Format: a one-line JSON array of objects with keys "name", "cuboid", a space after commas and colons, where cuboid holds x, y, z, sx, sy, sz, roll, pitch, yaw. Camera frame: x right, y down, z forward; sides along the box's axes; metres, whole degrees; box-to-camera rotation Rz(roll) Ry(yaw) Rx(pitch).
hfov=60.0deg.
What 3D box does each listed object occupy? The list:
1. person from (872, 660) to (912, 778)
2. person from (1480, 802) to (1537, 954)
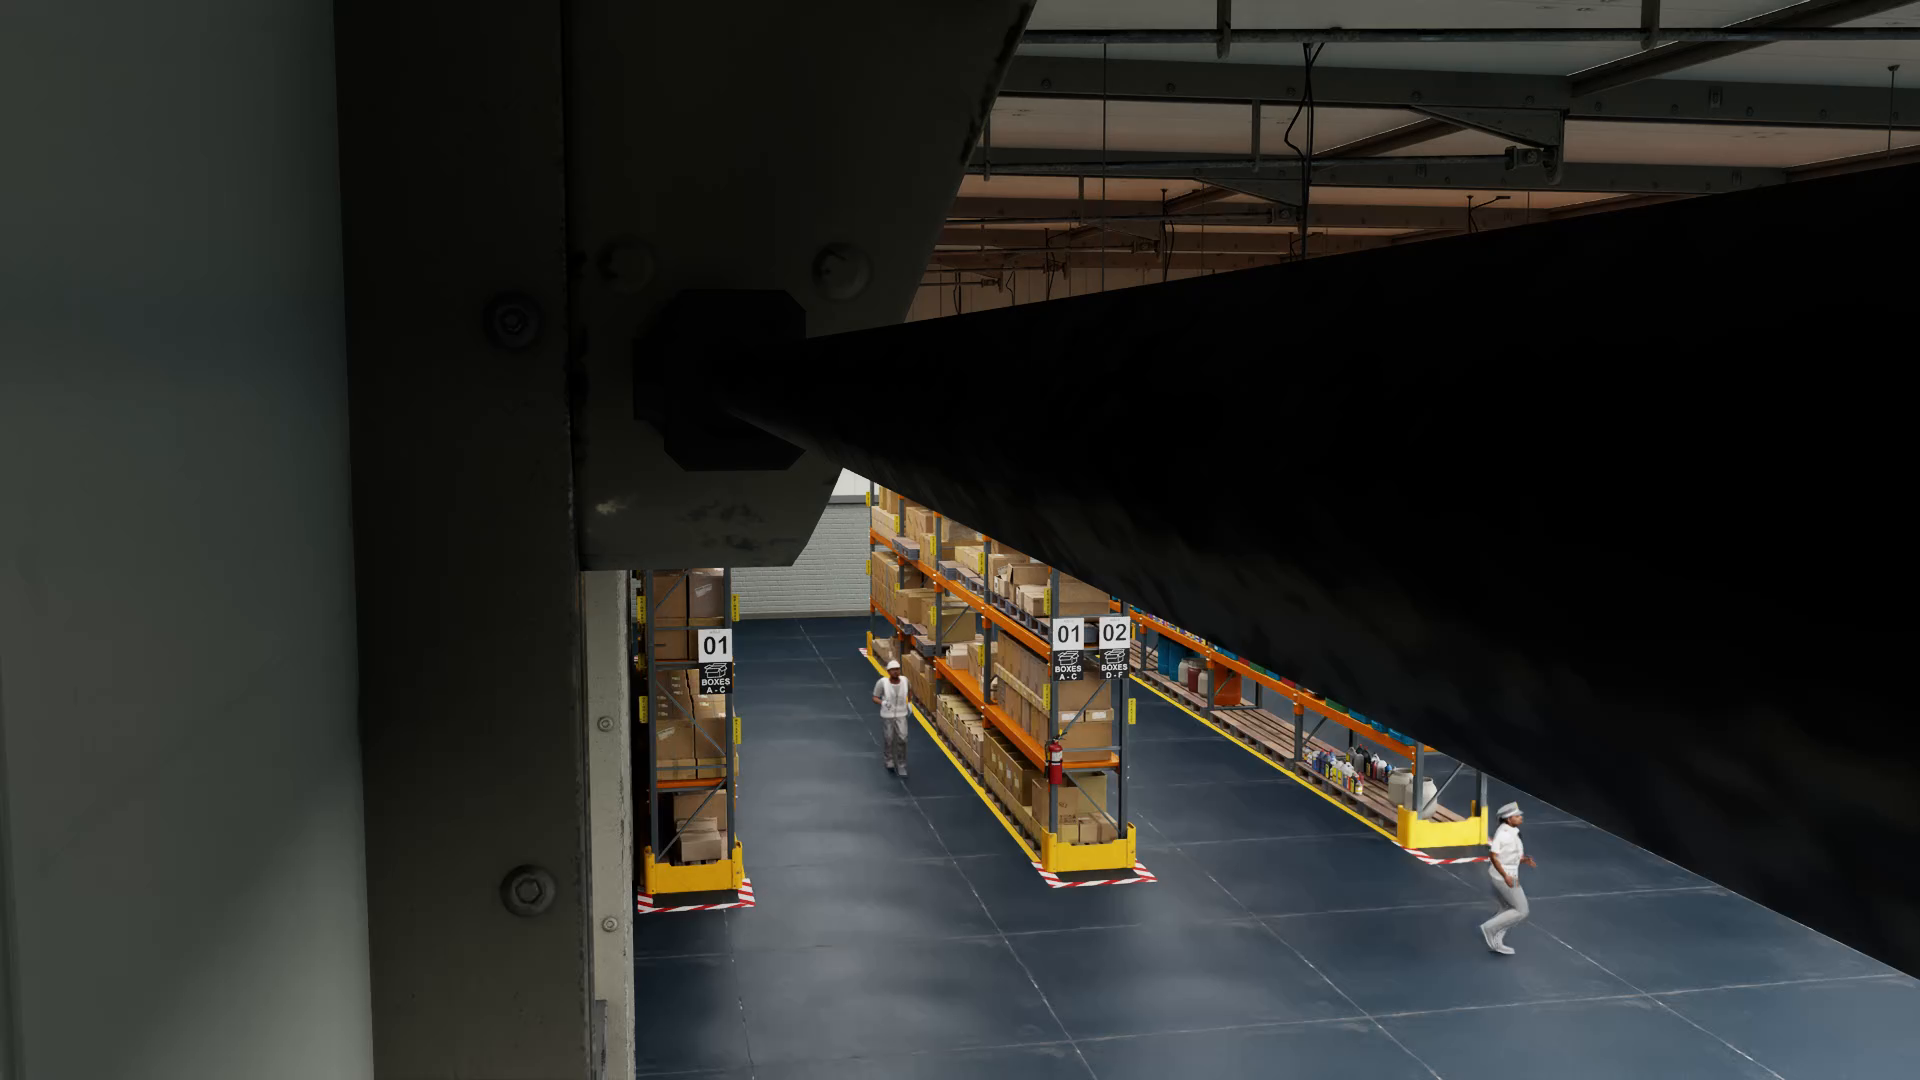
[{"name": "person", "cuboid": [-1.031, 2.770, 25.767, 0.659, 1.829, 0.759, -1, 6, -10]}, {"name": "person", "cuboid": [5.930, 3.637, 17.956, 0.571, 1.670, 0.566, 2, 6, 16]}]
